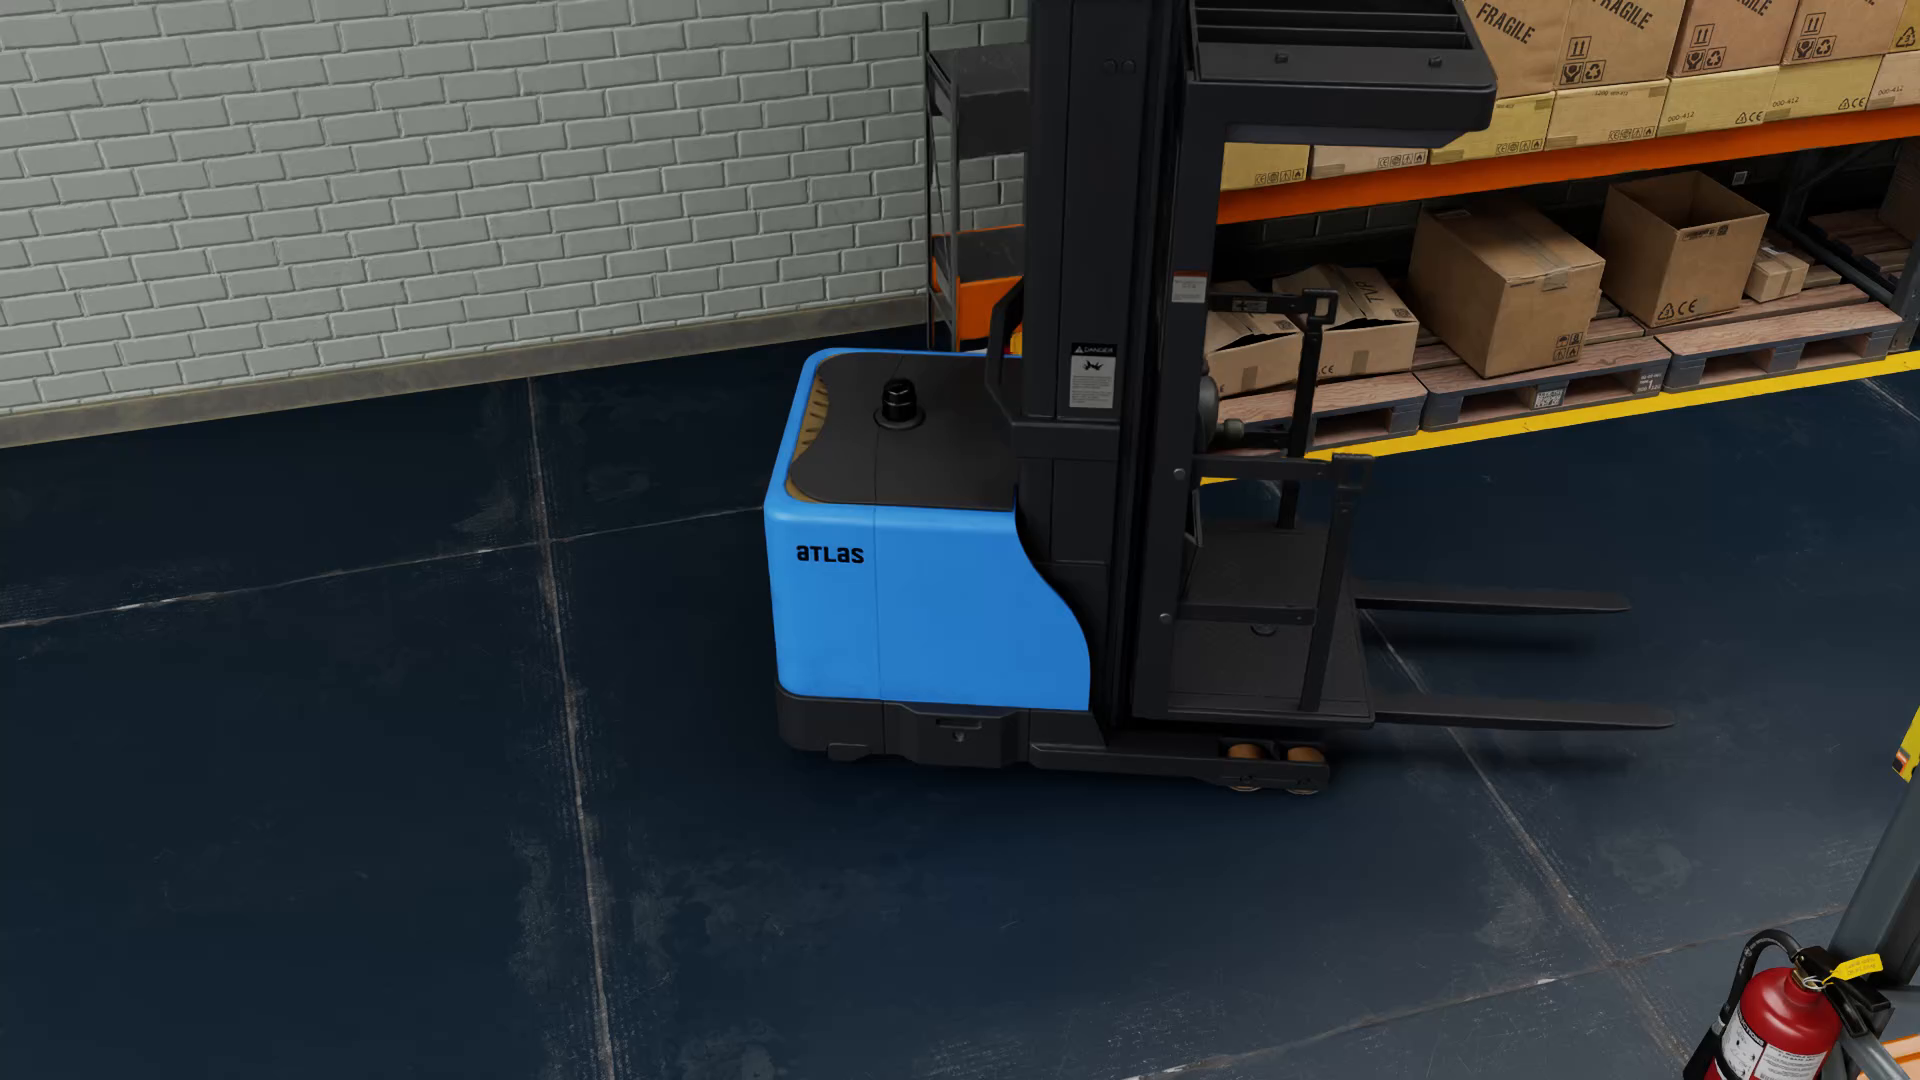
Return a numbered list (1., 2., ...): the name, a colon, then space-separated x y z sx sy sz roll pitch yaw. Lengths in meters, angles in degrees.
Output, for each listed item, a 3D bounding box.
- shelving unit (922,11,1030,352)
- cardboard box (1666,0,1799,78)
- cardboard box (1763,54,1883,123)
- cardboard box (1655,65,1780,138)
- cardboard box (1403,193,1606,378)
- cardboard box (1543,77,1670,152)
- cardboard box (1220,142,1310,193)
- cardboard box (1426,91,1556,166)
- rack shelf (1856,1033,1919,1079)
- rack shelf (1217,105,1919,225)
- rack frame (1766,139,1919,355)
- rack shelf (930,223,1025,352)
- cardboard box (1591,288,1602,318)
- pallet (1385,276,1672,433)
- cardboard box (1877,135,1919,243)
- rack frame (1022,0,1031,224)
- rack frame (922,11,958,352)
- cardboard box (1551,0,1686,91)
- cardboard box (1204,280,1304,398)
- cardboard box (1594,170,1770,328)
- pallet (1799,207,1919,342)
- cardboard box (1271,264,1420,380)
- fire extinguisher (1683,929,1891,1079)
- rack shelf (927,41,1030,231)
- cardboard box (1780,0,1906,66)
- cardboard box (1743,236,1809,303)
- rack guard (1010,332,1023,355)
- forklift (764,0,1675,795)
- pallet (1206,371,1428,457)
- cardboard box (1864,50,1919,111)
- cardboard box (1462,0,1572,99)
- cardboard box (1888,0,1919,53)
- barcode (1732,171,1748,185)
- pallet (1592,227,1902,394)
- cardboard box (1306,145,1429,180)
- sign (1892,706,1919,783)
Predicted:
1. shelving unit: 0.167 -0.880 6.172 0.503 2.100 0.431 -9 38 -12
2. cardboard box: 2.982 -2.206 6.655 0.500 0.500 0.500 -10 39 -13
3. cardboard box: 3.465 -1.993 6.994 0.500 0.250 0.500 -9 38 -12
4. cardboard box: 2.984 -1.905 6.878 0.500 0.250 0.500 -10 38 -12
5. cardboard box: 2.428 -1.154 7.485 0.500 0.500 0.700 -12 39 -15
6. cardboard box: 2.499 -1.824 6.773 0.500 0.250 0.500 -9 38 -12
7. cardboard box: 1.019 -1.578 6.451 0.500 0.250 0.500 -10 39 -13
8. cardboard box: 2.010 -1.746 6.670 0.500 0.250 0.500 -10 39 -13
9. rack shelf: 3.691 1.136 3.389 4.000 0.370 1.077 -9 38 -12
10. rack shelf: 2.396 -1.769 7.186 4.000 0.370 1.077 -9 38 -12
11. rack frame: 4.327 -2.372 7.382 0.127 3.000 1.000 -9 38 -12
12. rack shelf: 0.167 -0.869 6.181 0.480 0.518 0.431 -9 38 -12
13. cardboard box: 2.777 -1.173 7.799 0.250 0.149 0.380 -12 39 -16
14. pallet: 2.508 -0.942 7.808 1.213 0.211 1.003 -9 38 -12
15. cardboard box: 5.033 -1.680 8.173 0.500 0.500 0.700 -8 38 -10
16. rack frame: 0.465 -1.738 6.554 0.127 3.000 1.000 -9 38 -12
17. rack frame: -0.068 -0.841 6.121 0.015 2.100 0.400 -9 38 -12
18. cardboard box: 2.480 -2.123 6.547 0.500 0.500 0.500 -8 38 -11
19. cardboard box: 1.157 -0.902 7.311 0.500 0.311 0.500 -14 39 -17
20. cardboard box: 3.335 -1.366 7.762 0.500 0.500 0.500 -12 39 -15
21. pallet: 5.078 -1.389 8.392 1.213 0.211 1.003 -9 38 -12
22. cardboard box: 1.707 -0.992 7.429 0.500 0.311 0.500 -6 38 -8
23. fire extinguisher: 1.525 0.944 3.111 0.183 0.674 0.296 -9 38 -12
24. rack shelf: 0.167 -1.425 5.755 0.480 0.518 0.431 -9 38 -12
25. cardboard box: 3.471 -2.280 6.751 0.500 0.500 0.500 -10 38 -12
26. cardboard box: 3.818 -1.319 7.975 0.250 0.166 0.380 -14 40 -18
27. rack guard: 0.538 -0.758 7.329 0.348 0.500 1.175 -9 38 -12
28. forklift: 0.916 -0.640 5.174 3.031 2.935 1.130 3 37 3
29. pallet: 1.332 -0.751 7.558 1.213 0.211 1.003 -9 38 -12
30. cardboard box: 3.949 -2.068 7.091 0.500 0.250 0.500 -9 38 -12
31. cardboard box: 1.985 -2.035 6.431 0.500 0.500 0.500 -11 39 -13
32. cardboard box: 3.951 -2.362 6.859 0.500 0.500 0.500 -9 38 -12
33. barcode: 3.743 -1.736 7.983 0.075 0.075 0.001 -9 38 -12
34. pallet: 3.688 -1.137 8.063 1.213 0.211 1.003 -9 38 -12
35. cardboard box: 1.517 -1.668 6.569 0.500 0.250 0.500 -10 39 -13
36. sign: 1.632 0.292 2.751 0.005 0.325 0.100 -9 38 -12
